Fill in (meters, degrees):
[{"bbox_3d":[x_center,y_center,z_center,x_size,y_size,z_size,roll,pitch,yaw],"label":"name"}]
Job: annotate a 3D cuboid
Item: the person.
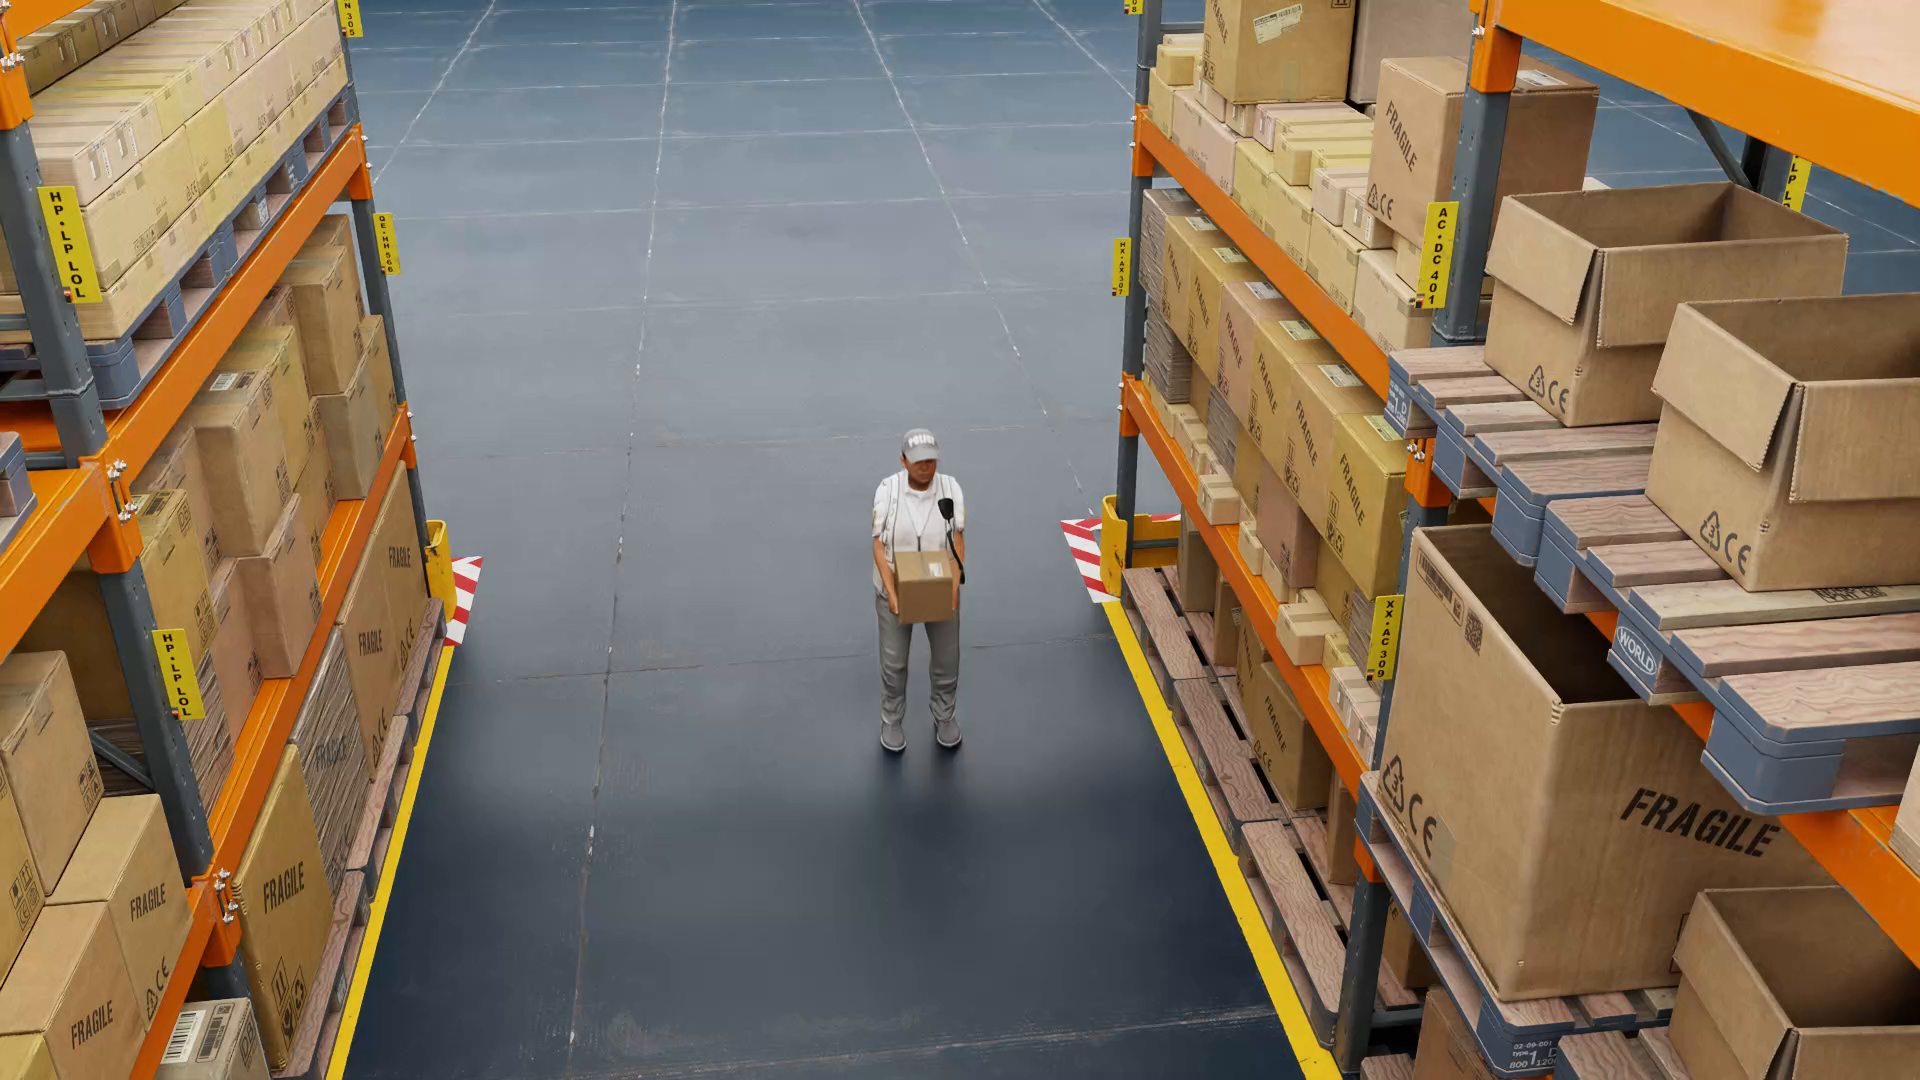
[{"bbox_3d":[-0.189,0.278,8.089,0.452,1.653,0.541,-3,28,-7],"label":"person"}]
